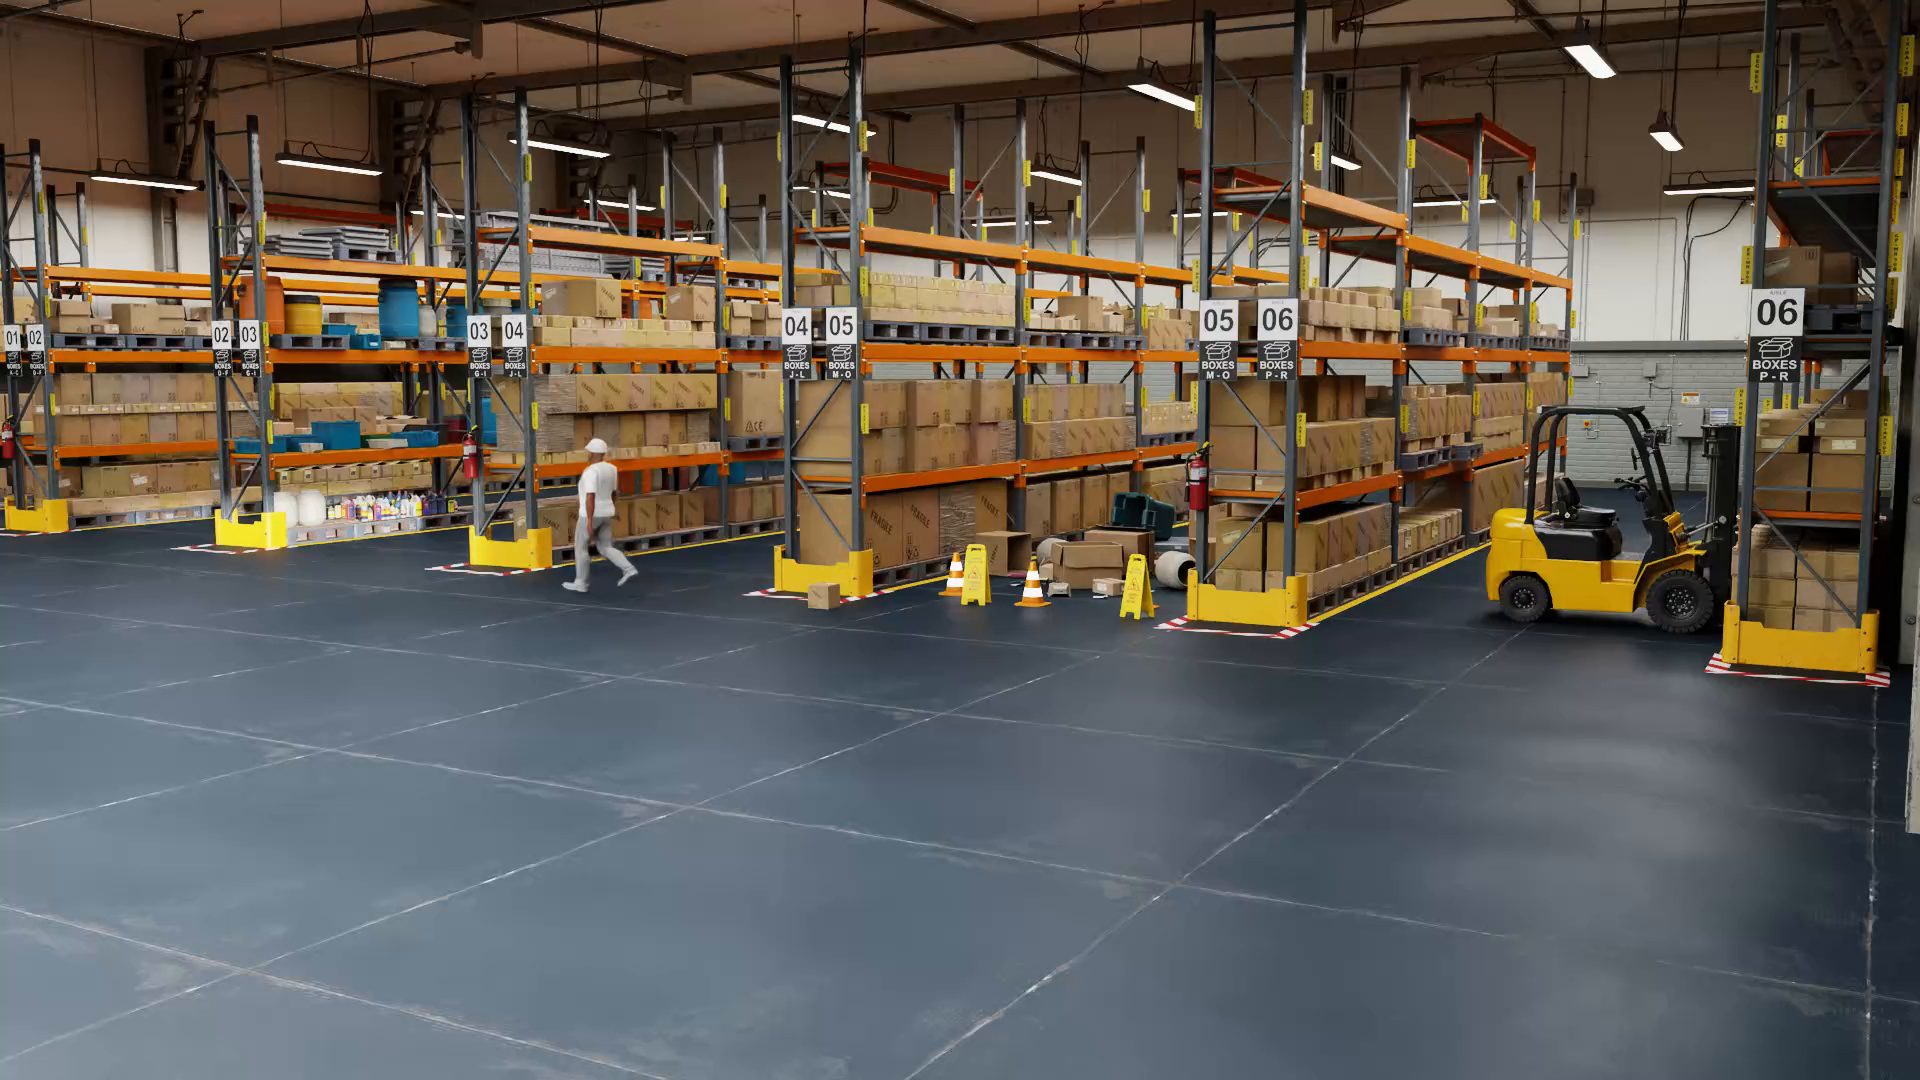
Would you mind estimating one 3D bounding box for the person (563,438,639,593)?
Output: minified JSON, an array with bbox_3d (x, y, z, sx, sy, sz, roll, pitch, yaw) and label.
[{"bbox_3d":[-4.034,-0.272,18.663,0.928,1.741,0.581,3,7,28],"label":"person"}]
